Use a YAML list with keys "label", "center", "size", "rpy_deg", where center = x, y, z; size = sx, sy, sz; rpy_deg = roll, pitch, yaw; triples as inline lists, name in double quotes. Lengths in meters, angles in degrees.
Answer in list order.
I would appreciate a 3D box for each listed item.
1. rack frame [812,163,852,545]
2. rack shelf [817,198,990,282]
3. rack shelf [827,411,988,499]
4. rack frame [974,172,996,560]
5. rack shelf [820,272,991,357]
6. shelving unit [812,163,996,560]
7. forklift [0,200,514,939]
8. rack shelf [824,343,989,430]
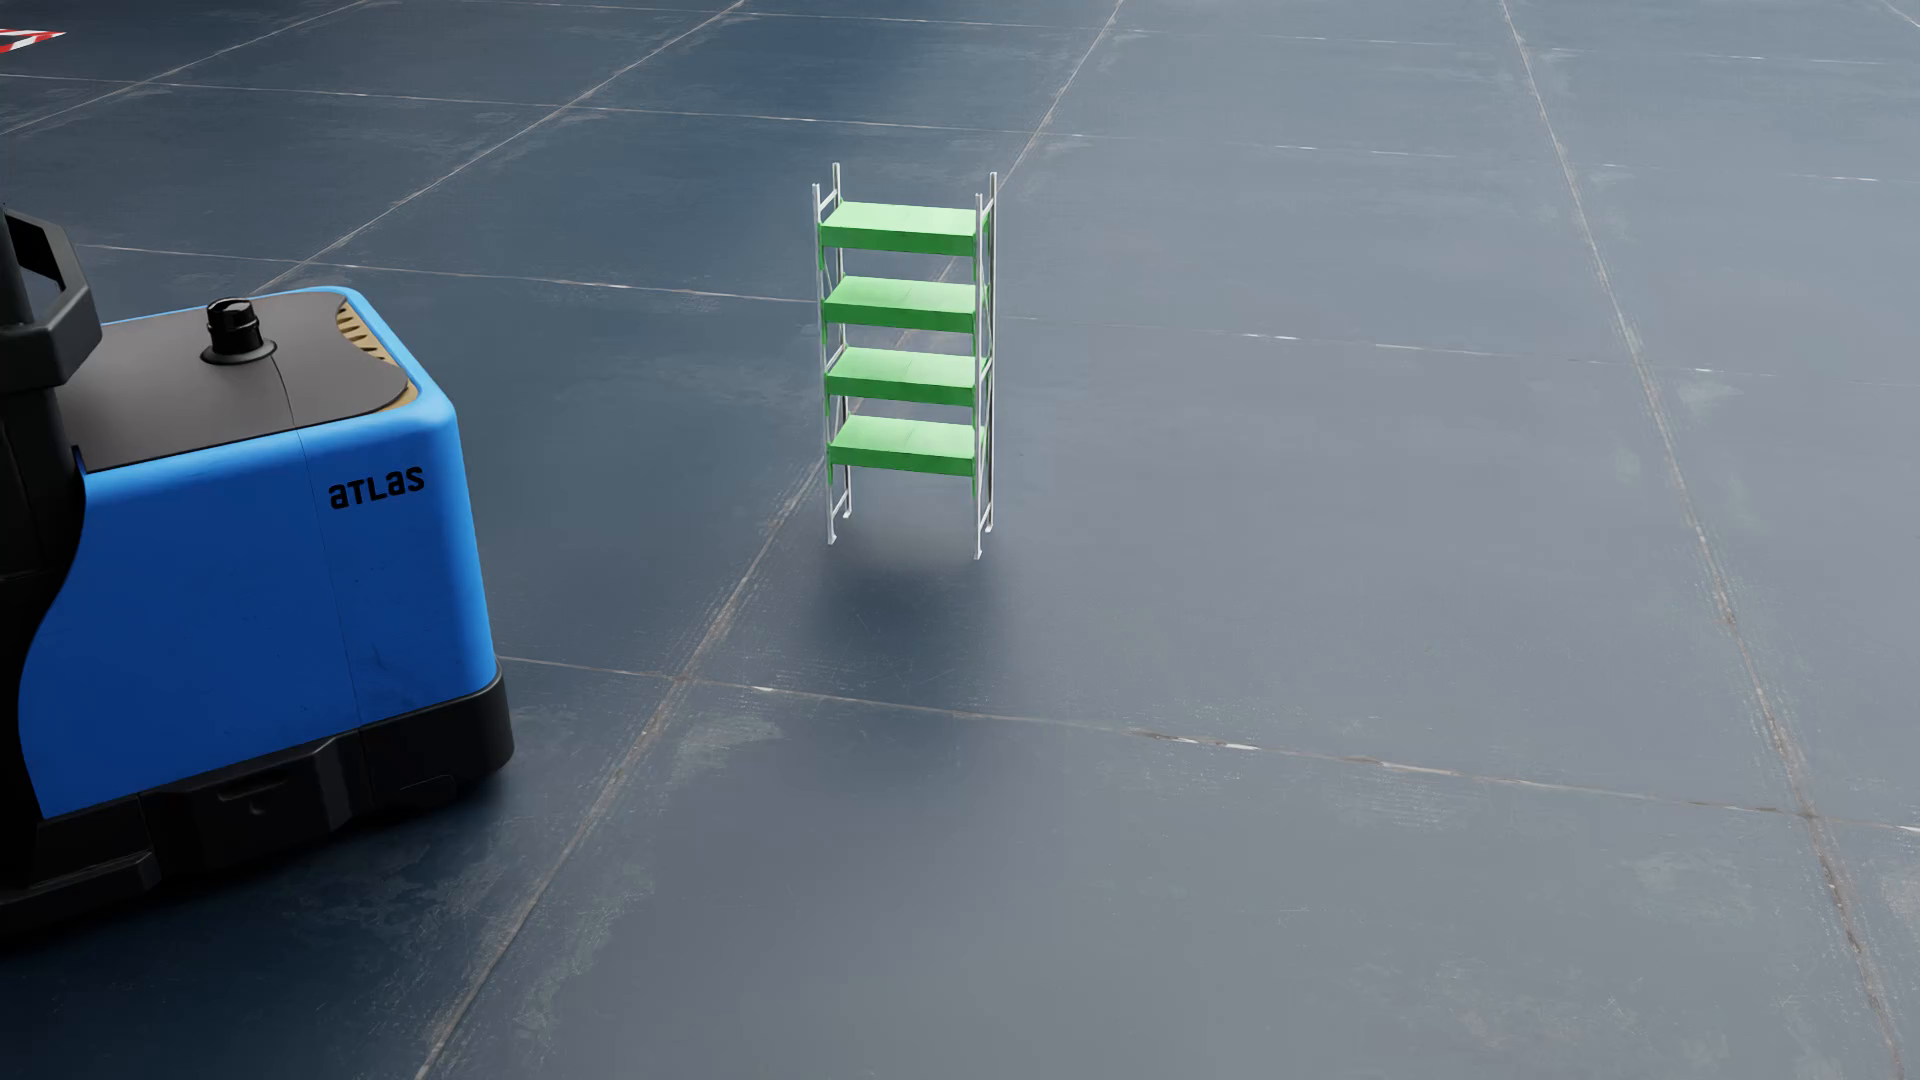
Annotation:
- label: "rack frame"
  center: [-0.401, -0.567, 5.255]
  size: [0.015, 1.200, 0.240]
  rpy_deg: [6, 29, 11]
- label: "rack shelf"
  center: [-0.162, -0.908, 5.011]
  size: [0.480, 0.148, 0.258]
  rpy_deg: [6, 29, 11]
- label: "rack shelf"
  center: [-0.162, -0.276, 5.357]
  size: [0.480, 0.148, 0.258]
  rpy_deg: [6, 29, 11]
- label: "rack frame"
  center: [0.077, -0.518, 5.166]
  size: [0.015, 1.200, 0.240]
  rpy_deg: [6, 29, 11]
- label: "rack shelf"
  center: [-0.162, -0.697, 5.126]
  size: [0.480, 0.148, 0.258]
  rpy_deg: [6, 29, 11]
- label: "shelving unit"
  center: [-0.162, -0.543, 5.211]
  size: [0.503, 1.200, 0.258]
  rpy_deg: [6, 29, 11]
- label: "forklift"
  center: [-2.684, -0.489, 3.309]
  size: [3.031, 2.935, 1.130]
  rpy_deg: [-16, 33, -27]
- label: "rack shelf"
  center: [-0.162, -0.487, 5.241]
  size: [0.480, 0.148, 0.258]
  rpy_deg: [6, 29, 11]
